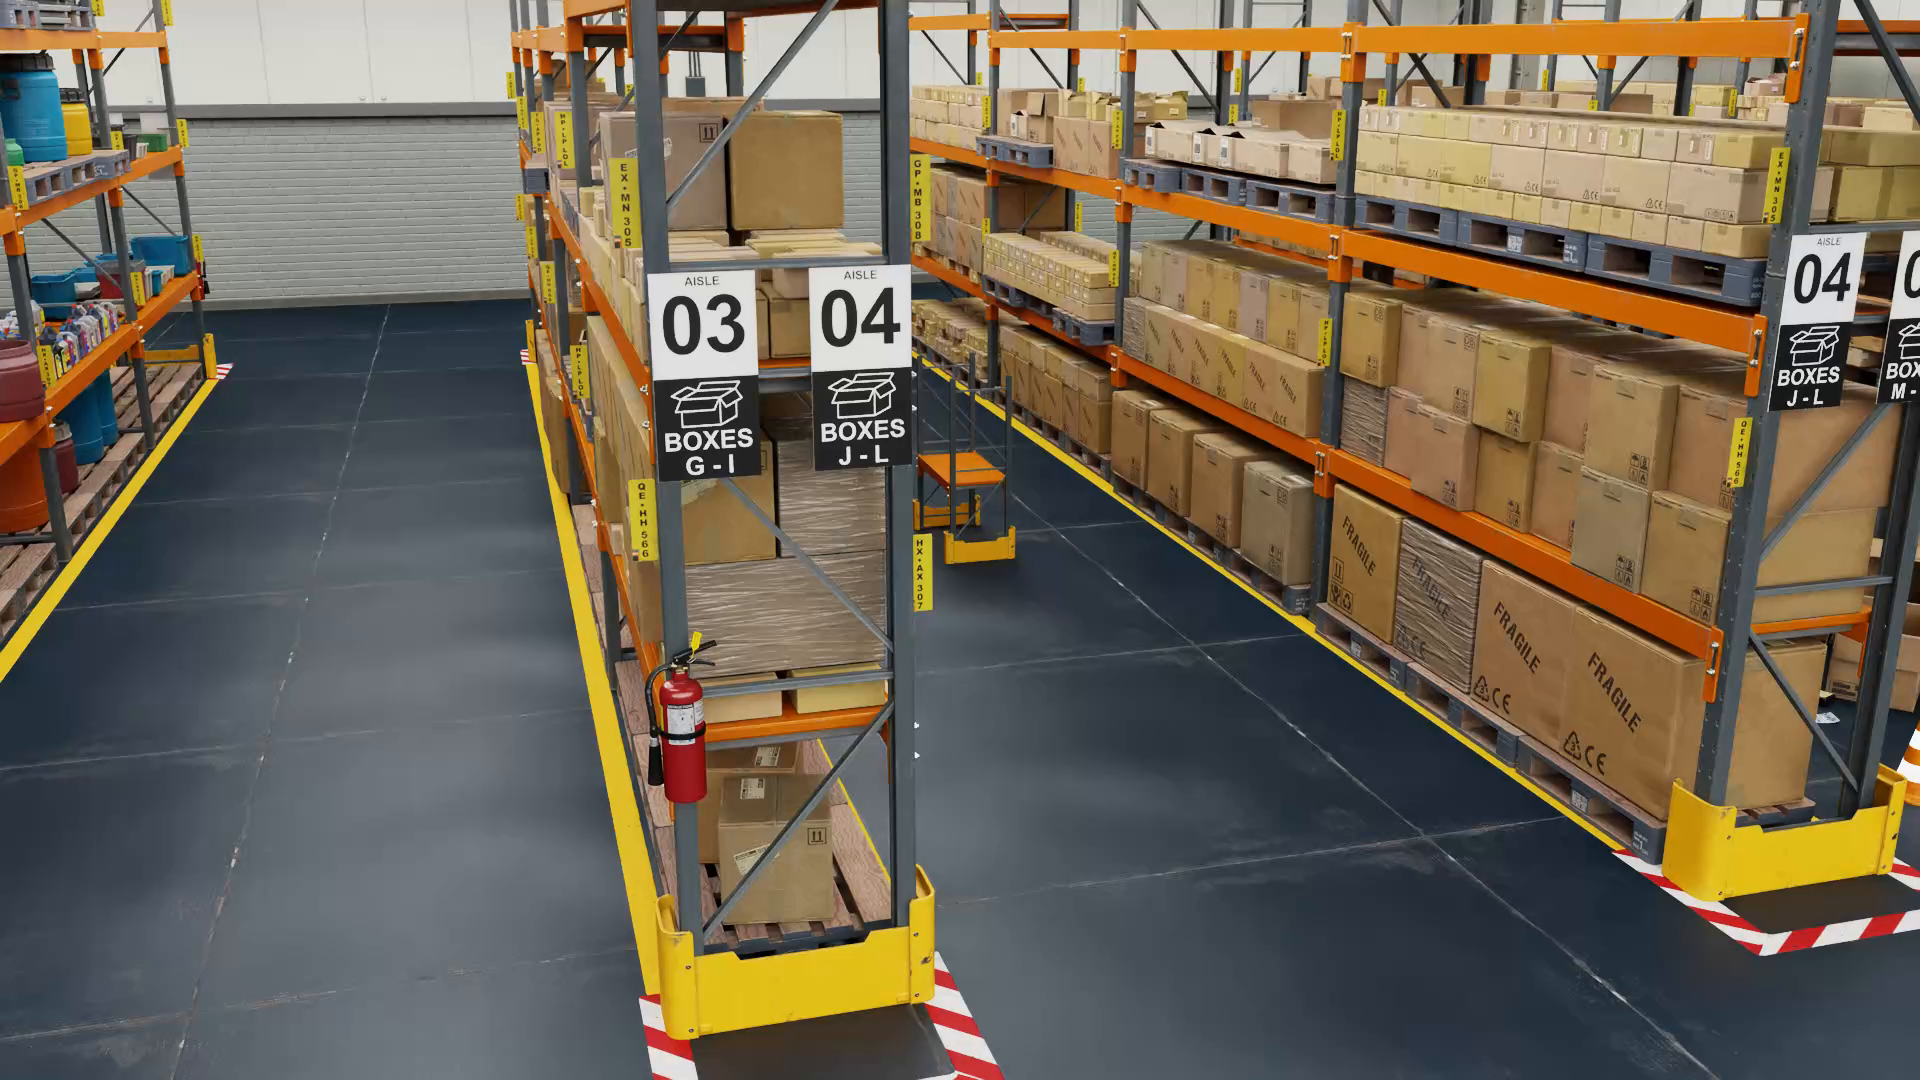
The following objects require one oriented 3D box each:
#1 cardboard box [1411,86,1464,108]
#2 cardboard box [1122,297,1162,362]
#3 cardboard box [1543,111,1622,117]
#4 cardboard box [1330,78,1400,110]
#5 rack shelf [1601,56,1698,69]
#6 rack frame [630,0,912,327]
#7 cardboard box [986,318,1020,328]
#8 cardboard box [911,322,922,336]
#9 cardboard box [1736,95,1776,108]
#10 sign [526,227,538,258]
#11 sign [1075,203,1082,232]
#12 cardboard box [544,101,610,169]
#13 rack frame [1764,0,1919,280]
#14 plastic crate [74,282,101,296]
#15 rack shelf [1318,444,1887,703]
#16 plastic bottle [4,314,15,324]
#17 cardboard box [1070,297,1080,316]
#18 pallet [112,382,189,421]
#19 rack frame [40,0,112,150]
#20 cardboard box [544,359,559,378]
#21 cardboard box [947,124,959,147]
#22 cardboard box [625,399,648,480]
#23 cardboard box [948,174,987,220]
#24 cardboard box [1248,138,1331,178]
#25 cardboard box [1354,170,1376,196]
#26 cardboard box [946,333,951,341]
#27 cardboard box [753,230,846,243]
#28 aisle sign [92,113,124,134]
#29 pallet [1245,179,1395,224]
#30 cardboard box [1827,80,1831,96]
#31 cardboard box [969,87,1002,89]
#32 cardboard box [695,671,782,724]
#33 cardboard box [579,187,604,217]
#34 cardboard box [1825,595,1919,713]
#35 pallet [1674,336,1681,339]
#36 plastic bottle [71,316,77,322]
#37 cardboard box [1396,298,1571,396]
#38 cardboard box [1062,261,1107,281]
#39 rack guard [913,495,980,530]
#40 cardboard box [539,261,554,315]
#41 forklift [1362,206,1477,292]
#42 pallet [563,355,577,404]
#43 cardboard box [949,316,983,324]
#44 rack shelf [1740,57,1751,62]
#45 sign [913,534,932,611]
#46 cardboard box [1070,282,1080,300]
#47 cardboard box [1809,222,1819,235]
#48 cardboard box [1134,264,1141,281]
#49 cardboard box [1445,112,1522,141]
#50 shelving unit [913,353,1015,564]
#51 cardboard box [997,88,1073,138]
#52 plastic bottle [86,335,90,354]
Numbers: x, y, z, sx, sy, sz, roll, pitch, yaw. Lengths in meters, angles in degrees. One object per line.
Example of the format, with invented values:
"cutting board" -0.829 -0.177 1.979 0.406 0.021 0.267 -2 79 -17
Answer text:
"cardboard box" 5.510 -4.930 19.032 0.500 0.500 0.500 -5 17 -16
"cardboard box" 1.778 -1.888 14.848 0.500 0.500 0.500 -5 17 -15
"cardboard box" 3.700 -2.470 9.893 0.380 0.149 0.250 -5 17 -15
"cardboard box" 5.145 -5.616 21.138 0.797 0.503 0.637 -3 17 -11
"rack shelf" 7.196 -4.188 14.199 1.077 0.370 4.000 -5 17 -15
"rack frame" -0.684 -2.281 5.904 1.000 3.000 0.127 -5 17 -15
"cardboard box" 0.545 -2.687 20.874 0.380 0.149 0.250 -5 18 -18
"cardboard box" -0.448 -2.864 22.497 0.380 0.149 0.250 -4 17 -14
"cardboard box" 9.979 -5.495 20.832 0.380 0.149 0.250 -4 17 -14
"sign" -4.515 -3.136 17.534 0.100 0.325 0.005 -5 17 -15
"sign" 1.348 -3.691 19.013 0.100 0.325 0.005 -5 17 -15
"cardboard box" -3.001 -3.195 13.116 0.500 0.500 0.500 -5 17 -15
"rack frame" 4.113 -2.645 7.117 1.000 3.000 0.127 -5 17 -15
"plastic crate" -9.512 -2.696 18.068 0.293 0.136 0.466 -5 17 -15
"rack shelf" 3.563 0.019 9.925 1.077 0.370 4.000 -5 17 -15
"plastic bottle" -8.877 -1.981 15.555 0.097 0.271 0.097 0 17 0
"cardboard box" 1.270 -2.235 15.885 0.380 0.149 0.250 -5 17 -15
"pallet" -9.322 -1.539 18.708 1.003 0.211 1.213 -5 17 -15
"rack frame" -8.744 -5.209 15.651 1.000 3.000 0.127 -5 17 -15
"cardboard box" -3.290 -1.244 15.843 1.225 0.875 0.875 -5 17 -15
"cardboard box" 0.154 -4.850 19.931 0.500 0.250 0.500 -5 17 -16
"cardboard box" -1.216 -0.348 7.467 0.500 0.500 0.500 -5 17 -15
"cardboard box" 0.152 -4.155 20.140 0.500 0.500 0.500 -4 17 -14
"cardboard box" 2.463 -2.817 12.258 0.500 0.250 0.500 -5 17 -16
"cardboard box" 2.787 -2.316 10.769 0.380 0.149 0.250 -5 17 -16
"cardboard box" 0.031 -2.653 21.278 0.380 0.149 0.250 -4 17 -12
"cardboard box" -0.710 -1.279 7.349 0.380 0.149 0.250 -4 17 -13
"aisle sign" -10.149 -4.684 19.812 0.394 0.787 0.004 -5 17 -15
"pallet" 2.714 -2.473 12.091 0.805 0.209 1.217 -5 18 -17
"cardboard box" 10.573 -5.661 20.665 0.396 0.266 0.258 -5 17 -15
"cardboard box" 0.323 -5.638 20.993 0.380 0.149 0.250 -5 17 -17
"cardboard box" -0.961 0.650 7.012 0.380 0.149 0.250 -5 17 -15
"cardboard box" -1.990 -1.956 9.603 0.380 0.149 0.250 -5 17 -17
"cardboard box" 5.928 0.718 10.686 0.637 0.503 0.797 11 20 32
"pallet" 7.229 -1.768 14.958 1.003 0.211 1.213 -5 17 -15
"plastic bottle" -8.201 -1.935 15.404 0.097 0.271 0.097 0 17 0
"cardboard box" 3.345 -1.220 10.662 0.875 0.550 0.550 -5 17 -15
"cardboard box" 1.200 -2.592 16.041 0.380 0.149 0.250 -4 17 -14
"rack guard" -0.116 -0.236 14.304 0.587 0.250 0.087 -5 17 -15
"cardboard box" -4.096 -2.628 17.314 0.500 0.500 0.500 -5 17 -15
"forklift" 4.467 -2.019 15.578 1.130 2.935 3.031 -5 17 -16
"pallet" -2.584 -1.340 13.534 1.213 0.211 1.003 -5 17 -15
"cardboard box" 0.075 -2.722 20.993 0.380 0.149 0.250 -5 17 -15
"rack shelf" 10.868 -5.688 19.192 1.077 0.370 4.000 -5 17 -15
"sign" -0.162 0.134 6.786 0.100 0.325 0.005 -5 17 -15
"cardboard box" 1.266 -2.383 15.860 0.380 0.149 0.250 -4 17 -13
"cardboard box" 4.256 -1.528 8.144 0.380 0.149 0.250 -5 17 -15
"cardboard box" 1.897 -2.568 15.960 0.380 0.149 0.250 -5 17 -17
"cardboard box" 3.069 -2.416 9.715 0.380 0.149 0.250 -5 17 -15
"shelving unit" 0.021 -0.697 13.666 0.587 1.500 1.083 -5 17 -15
"cardboard box" 0.813 -4.664 18.146 0.700 0.500 0.500 -5 17 -15
"plastic bottle" -7.927 -1.785 15.027 0.097 0.201 0.097 0 17 0
